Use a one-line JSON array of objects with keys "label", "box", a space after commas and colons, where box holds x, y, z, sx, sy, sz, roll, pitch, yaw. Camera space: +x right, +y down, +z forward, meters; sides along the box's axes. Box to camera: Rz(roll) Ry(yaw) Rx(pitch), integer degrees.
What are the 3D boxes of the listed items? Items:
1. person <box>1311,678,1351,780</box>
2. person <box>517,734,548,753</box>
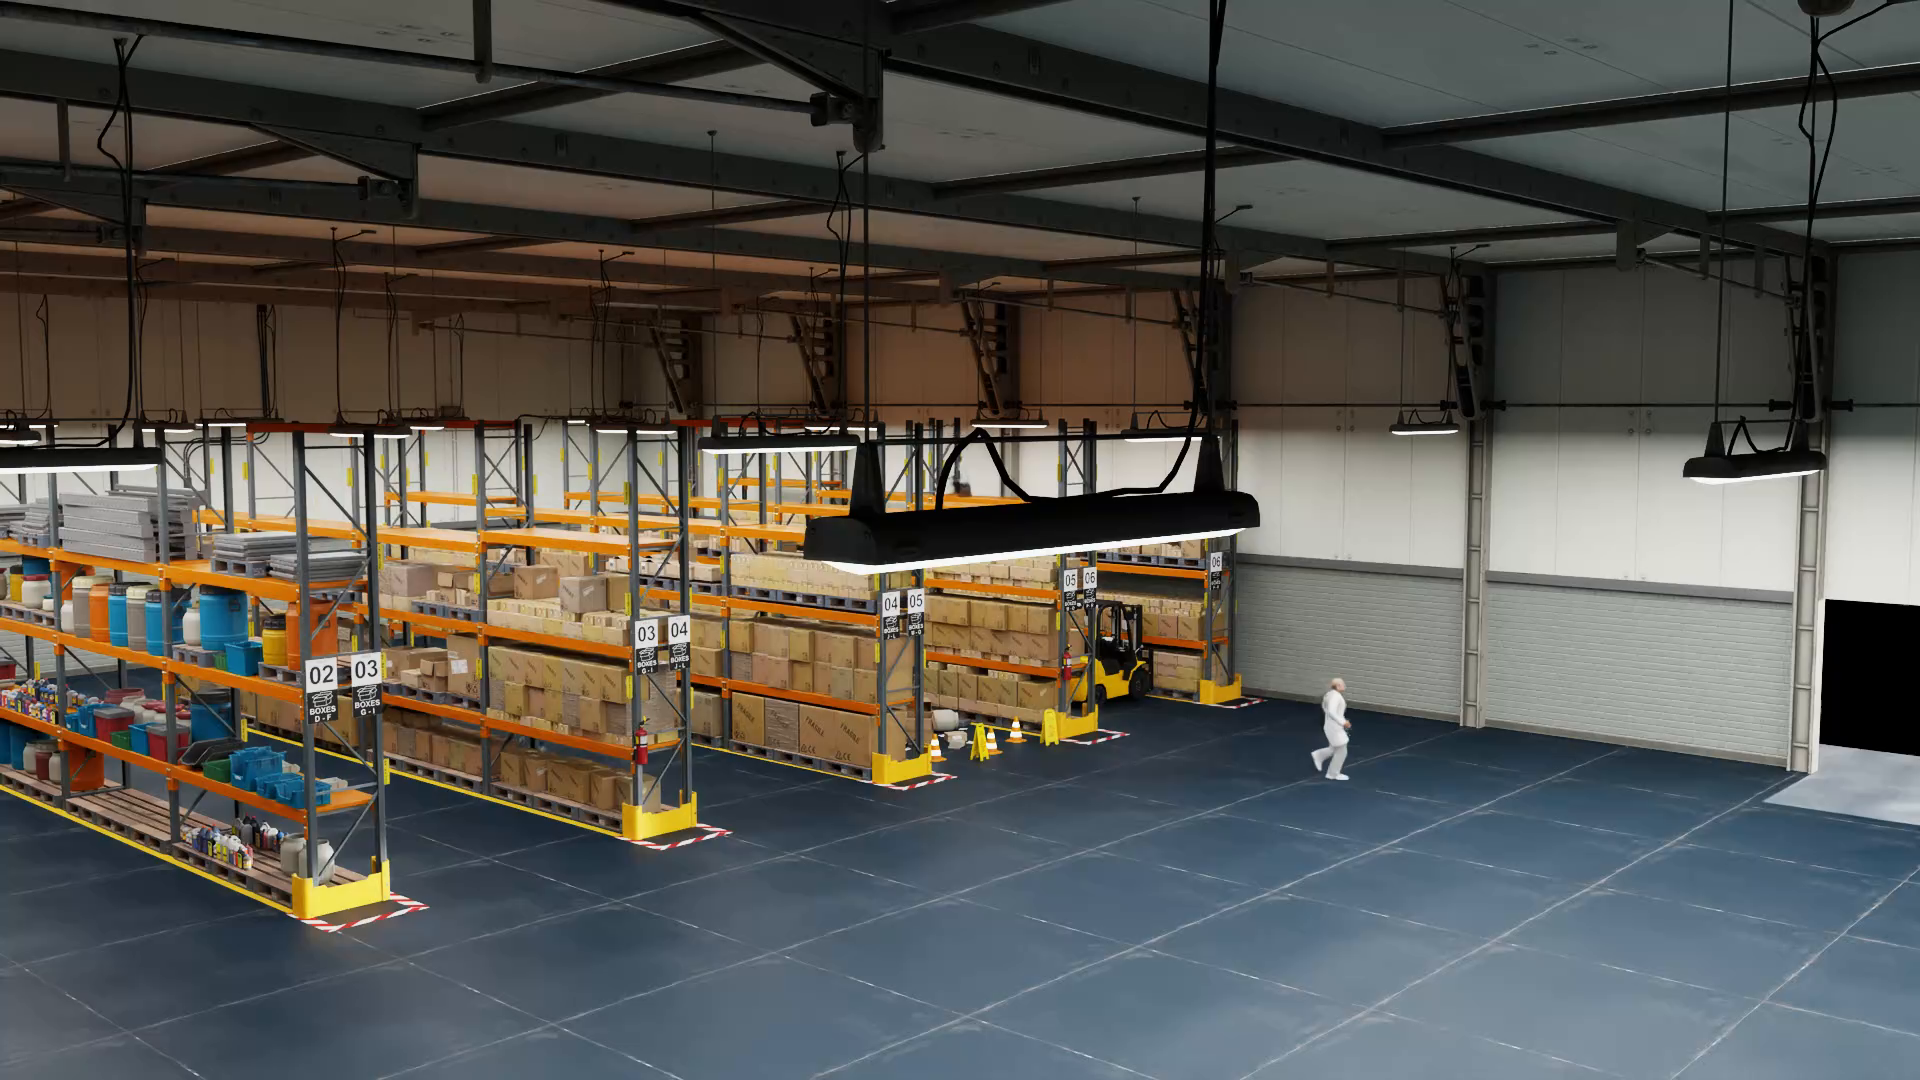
[{"label": "person", "box": [6.255, 3.184, 28.010, 0.627, 1.737, 0.729, 1, 5, 7]}, {"label": "person", "box": [-7.824, 3.061, 30.292, 0.918, 1.589, 0.557, 5, 7, 45]}]
